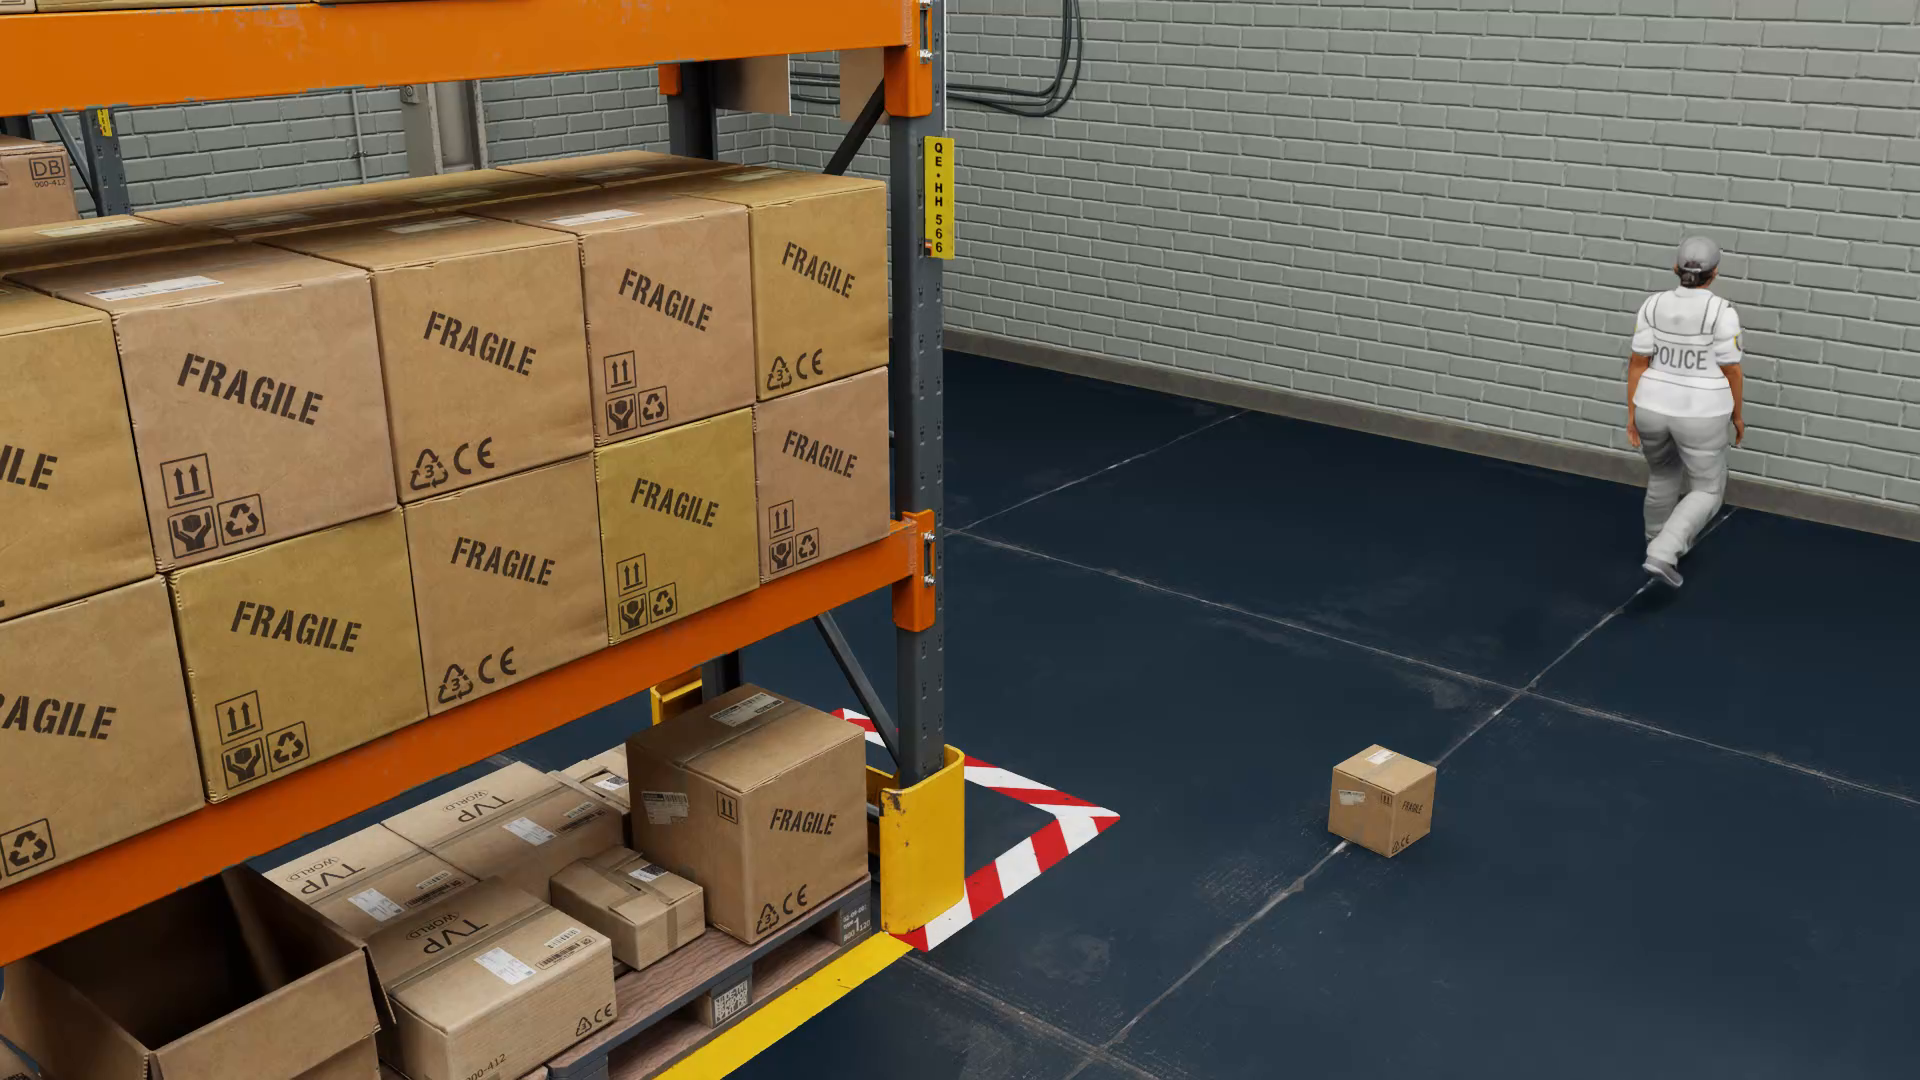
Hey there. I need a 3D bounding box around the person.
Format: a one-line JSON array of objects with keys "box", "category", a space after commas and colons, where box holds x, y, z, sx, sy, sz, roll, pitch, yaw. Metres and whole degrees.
[{"box": [3.337, -0.592, 7.649, 0.846, 1.629, 0.473, -16, 26, -36], "category": "person"}]
